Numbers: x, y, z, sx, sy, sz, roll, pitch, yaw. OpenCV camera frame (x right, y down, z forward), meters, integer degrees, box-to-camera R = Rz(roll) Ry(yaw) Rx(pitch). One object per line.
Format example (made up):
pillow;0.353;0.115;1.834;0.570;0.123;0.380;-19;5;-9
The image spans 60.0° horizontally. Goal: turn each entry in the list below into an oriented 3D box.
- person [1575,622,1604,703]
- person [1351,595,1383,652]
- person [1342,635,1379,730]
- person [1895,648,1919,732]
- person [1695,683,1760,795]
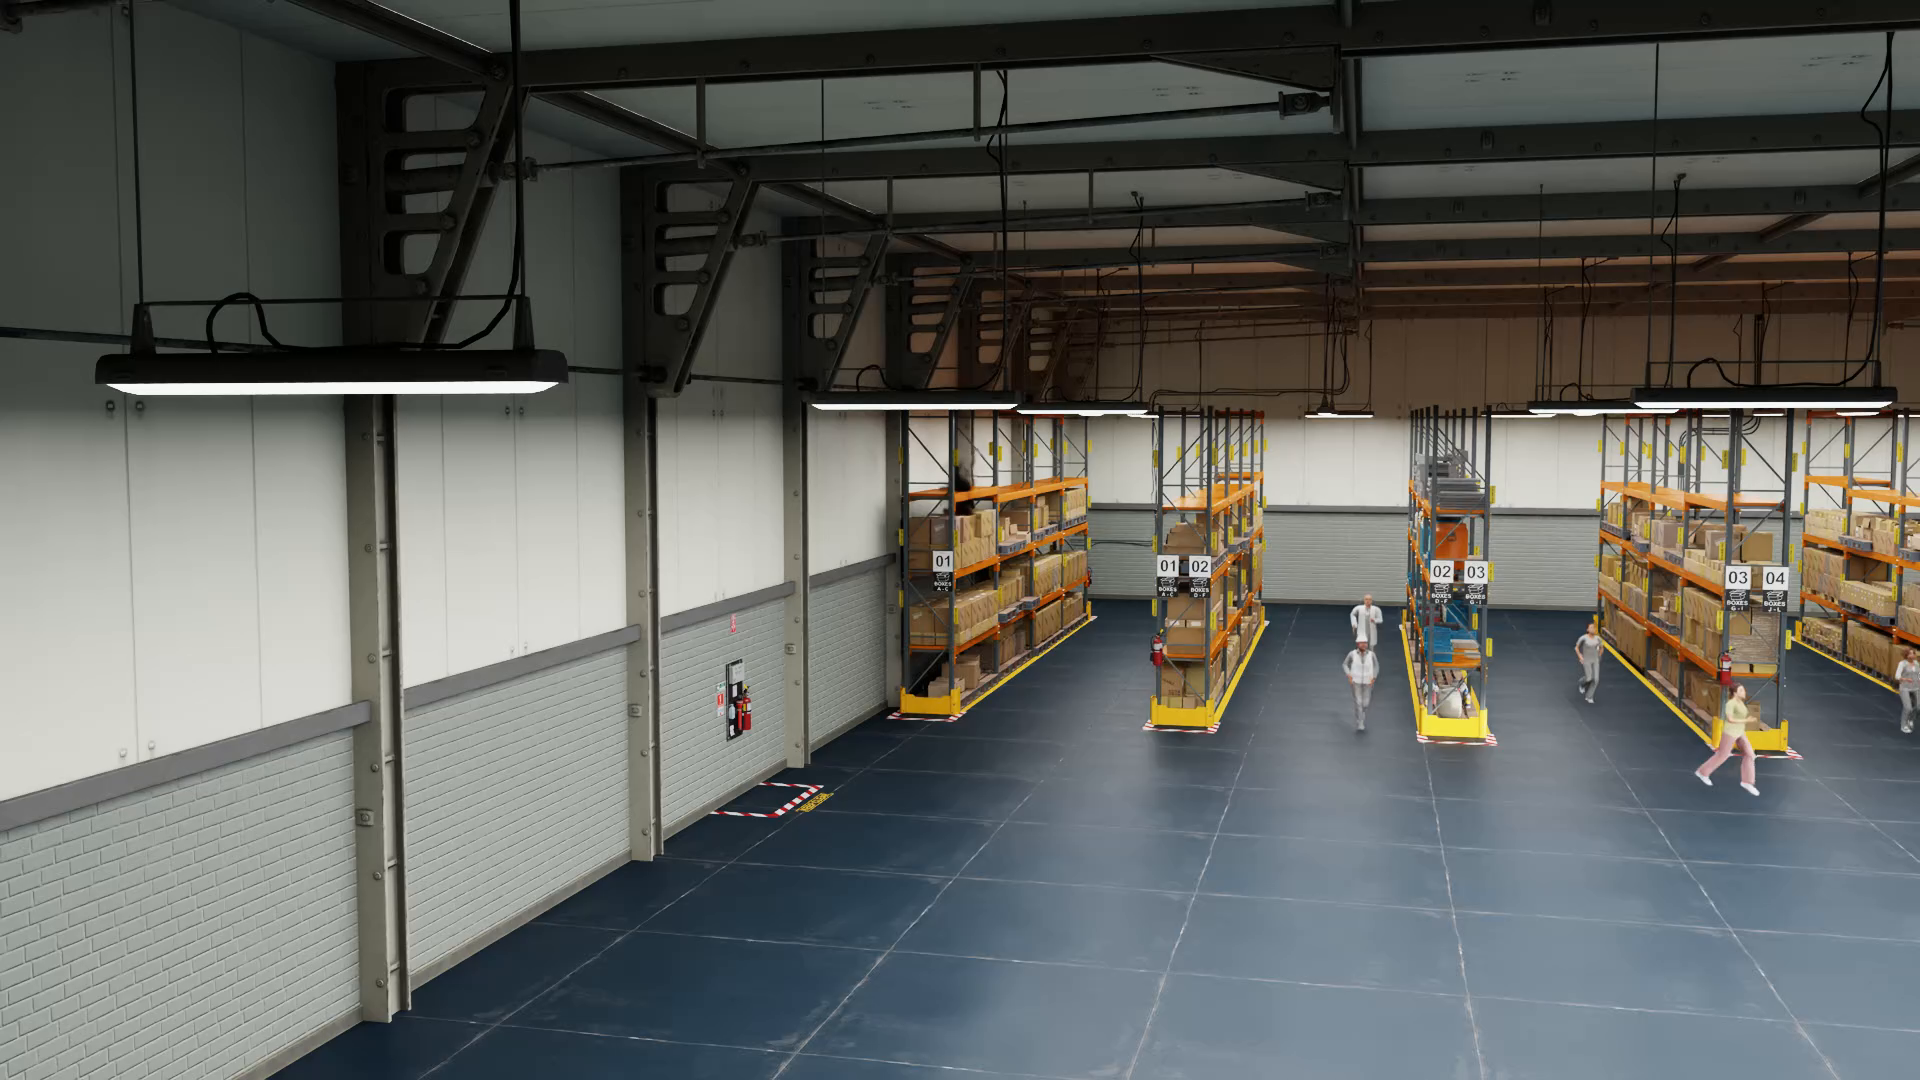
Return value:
person;12.853;2.486;33.927;0.565;1.629;0.573;0;4;1
person;9.178;2.150;37.507;0.668;1.842;0.825;0;4;6
person;7.474;2.635;31.050;0.679;1.752;0.676;0;4;4
person;17.386;2.754;30.378;0.524;1.558;0.537;0;4;4
person;11.910;3.042;25.734;0.582;1.707;0.915;-4;5;-41
